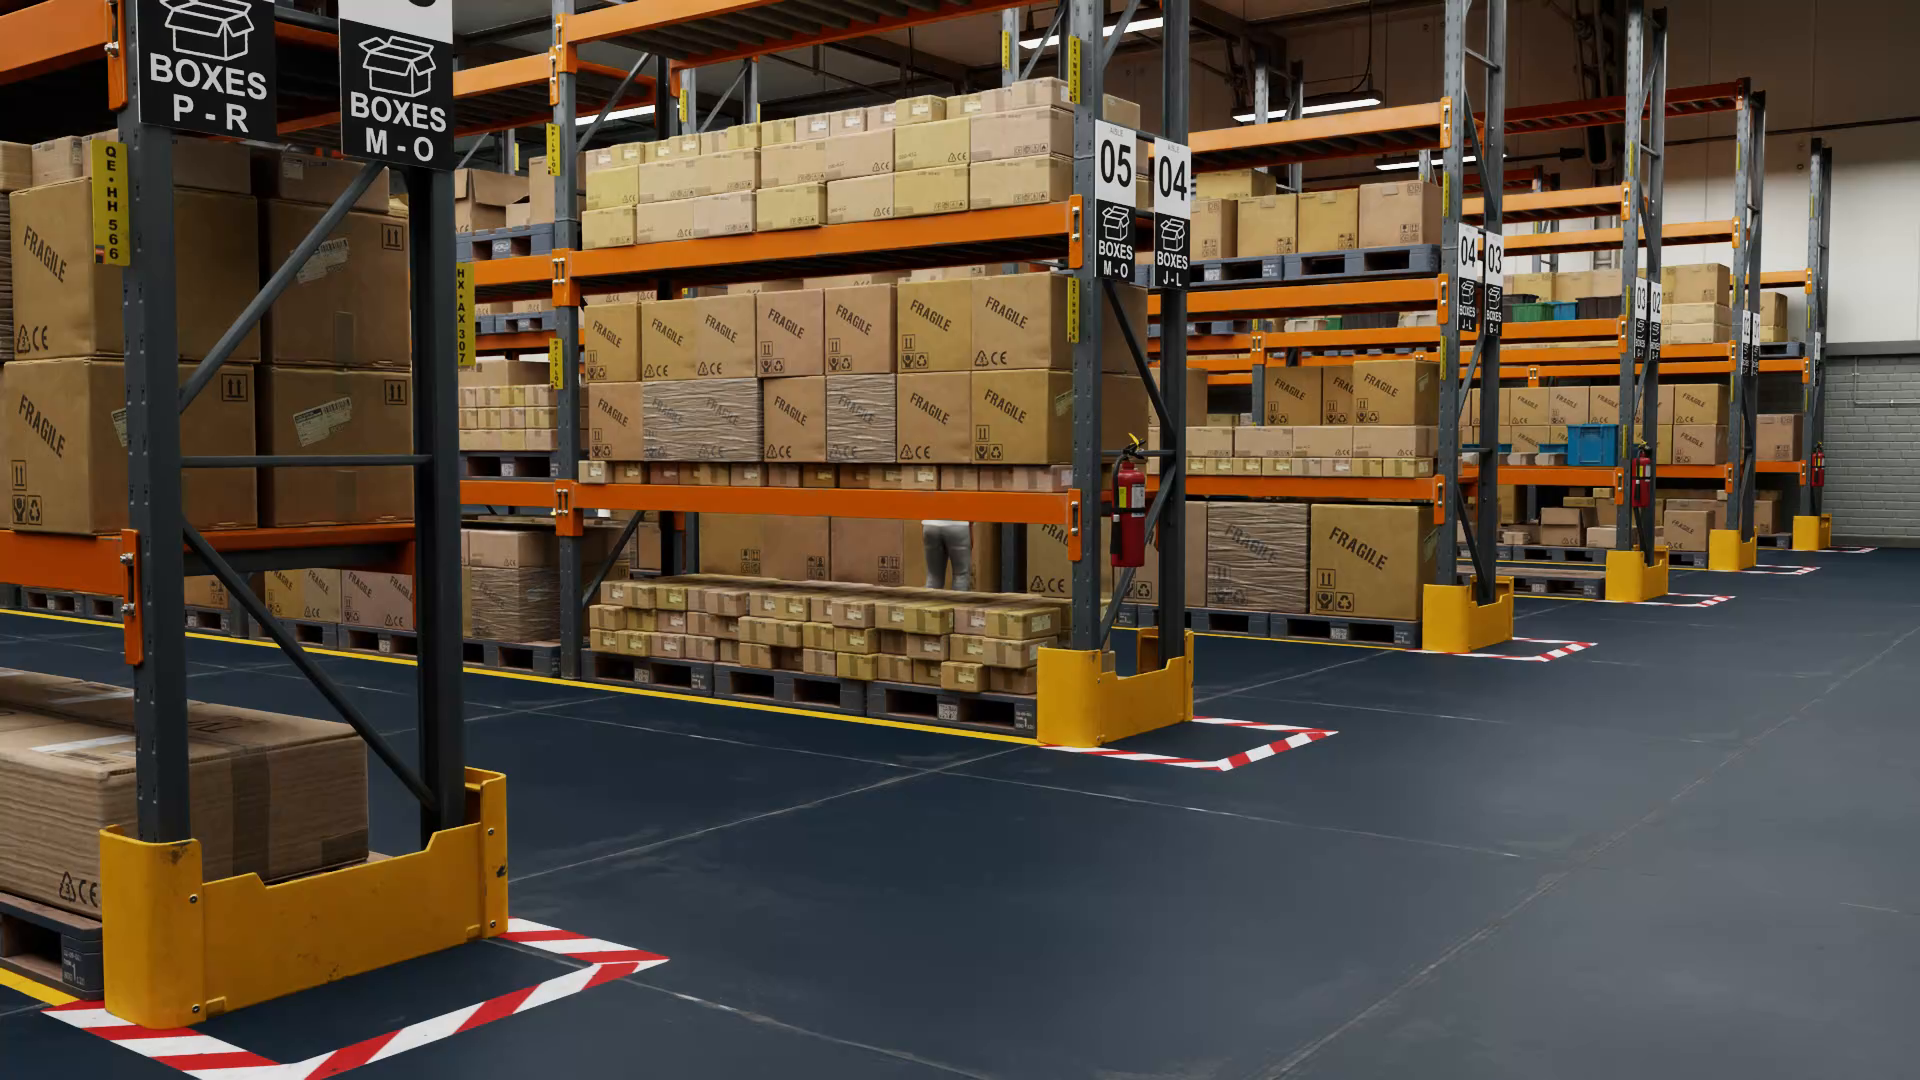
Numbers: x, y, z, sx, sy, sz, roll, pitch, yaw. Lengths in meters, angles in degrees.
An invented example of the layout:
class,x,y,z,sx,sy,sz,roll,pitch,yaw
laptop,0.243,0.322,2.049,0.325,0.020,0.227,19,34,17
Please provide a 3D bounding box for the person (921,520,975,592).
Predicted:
class,x,y,z,sx,sy,sz,roll,pitch,yaw
person,-0.074,-0.058,13.516,0.481,1.670,0.424,2,4,30
